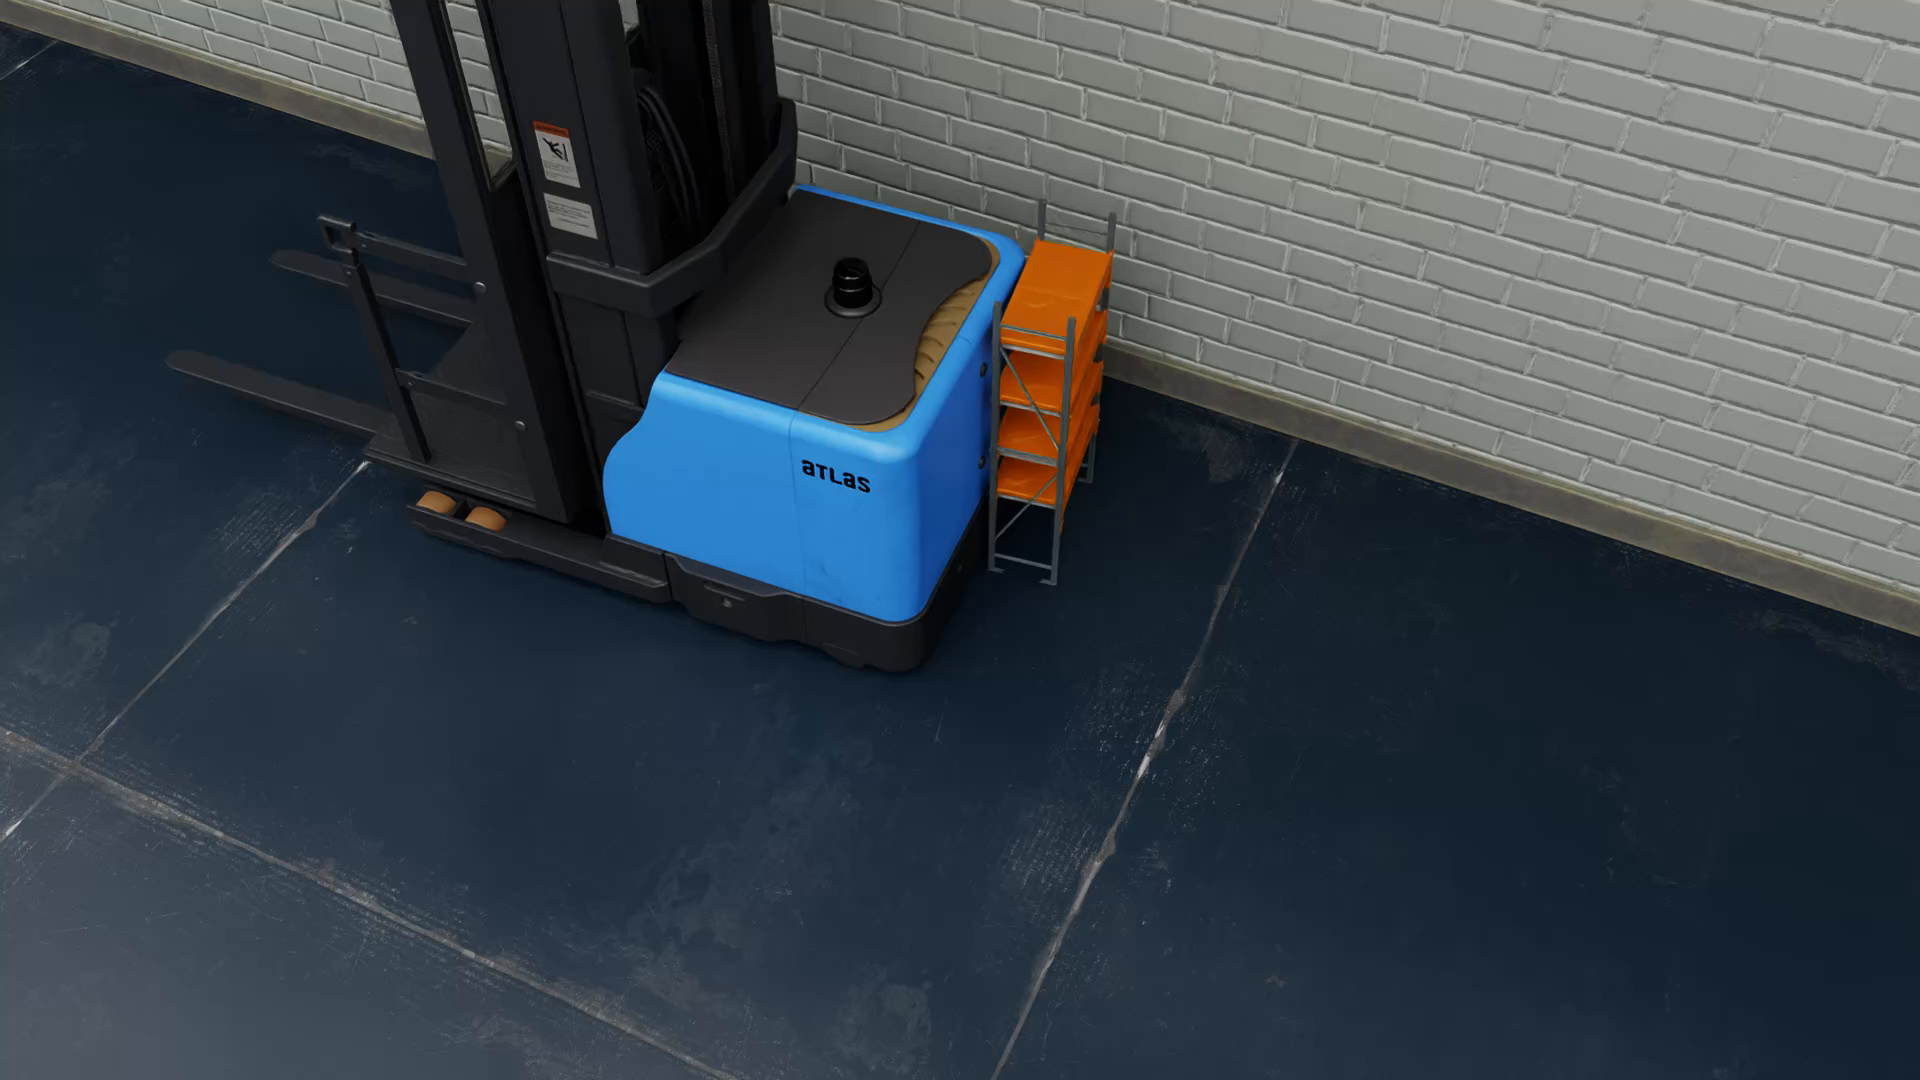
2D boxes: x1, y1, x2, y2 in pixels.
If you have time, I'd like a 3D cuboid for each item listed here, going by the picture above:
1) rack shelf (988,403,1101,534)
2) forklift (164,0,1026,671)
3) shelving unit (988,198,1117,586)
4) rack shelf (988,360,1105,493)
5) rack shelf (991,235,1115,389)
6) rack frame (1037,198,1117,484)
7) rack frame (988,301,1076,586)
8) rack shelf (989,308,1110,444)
[{"bbox_3d":[0.284,-0.269,5.541,0.258,0.148,0.480,13,51,11],"label":"rack shelf"},{"bbox_3d":[-1.351,-1.259,4.897,3.031,2.935,1.130,17,52,14],"label":"forklift"},{"bbox_3d":[0.284,-0.442,5.338,0.258,1.200,0.503,13,51,11],"label":"shelving unit"},{"bbox_3d":[0.284,-0.398,5.389,0.258,0.148,0.480,13,51,11],"label":"rack shelf"},{"bbox_3d":[0.284,-0.696,5.039,0.258,0.148,0.480,13,51,11],"label":"rack shelf"},{"bbox_3d":[0.356,-0.619,5.489,0.240,1.200,0.015,13,51,11],"label":"rack frame"},{"bbox_3d":[0.212,-0.264,5.187,0.240,1.200,0.015,13,51,11],"label":"rack frame"},{"bbox_3d":[0.284,-0.543,5.219,0.258,0.148,0.480,13,51,11],"label":"rack shelf"}]
